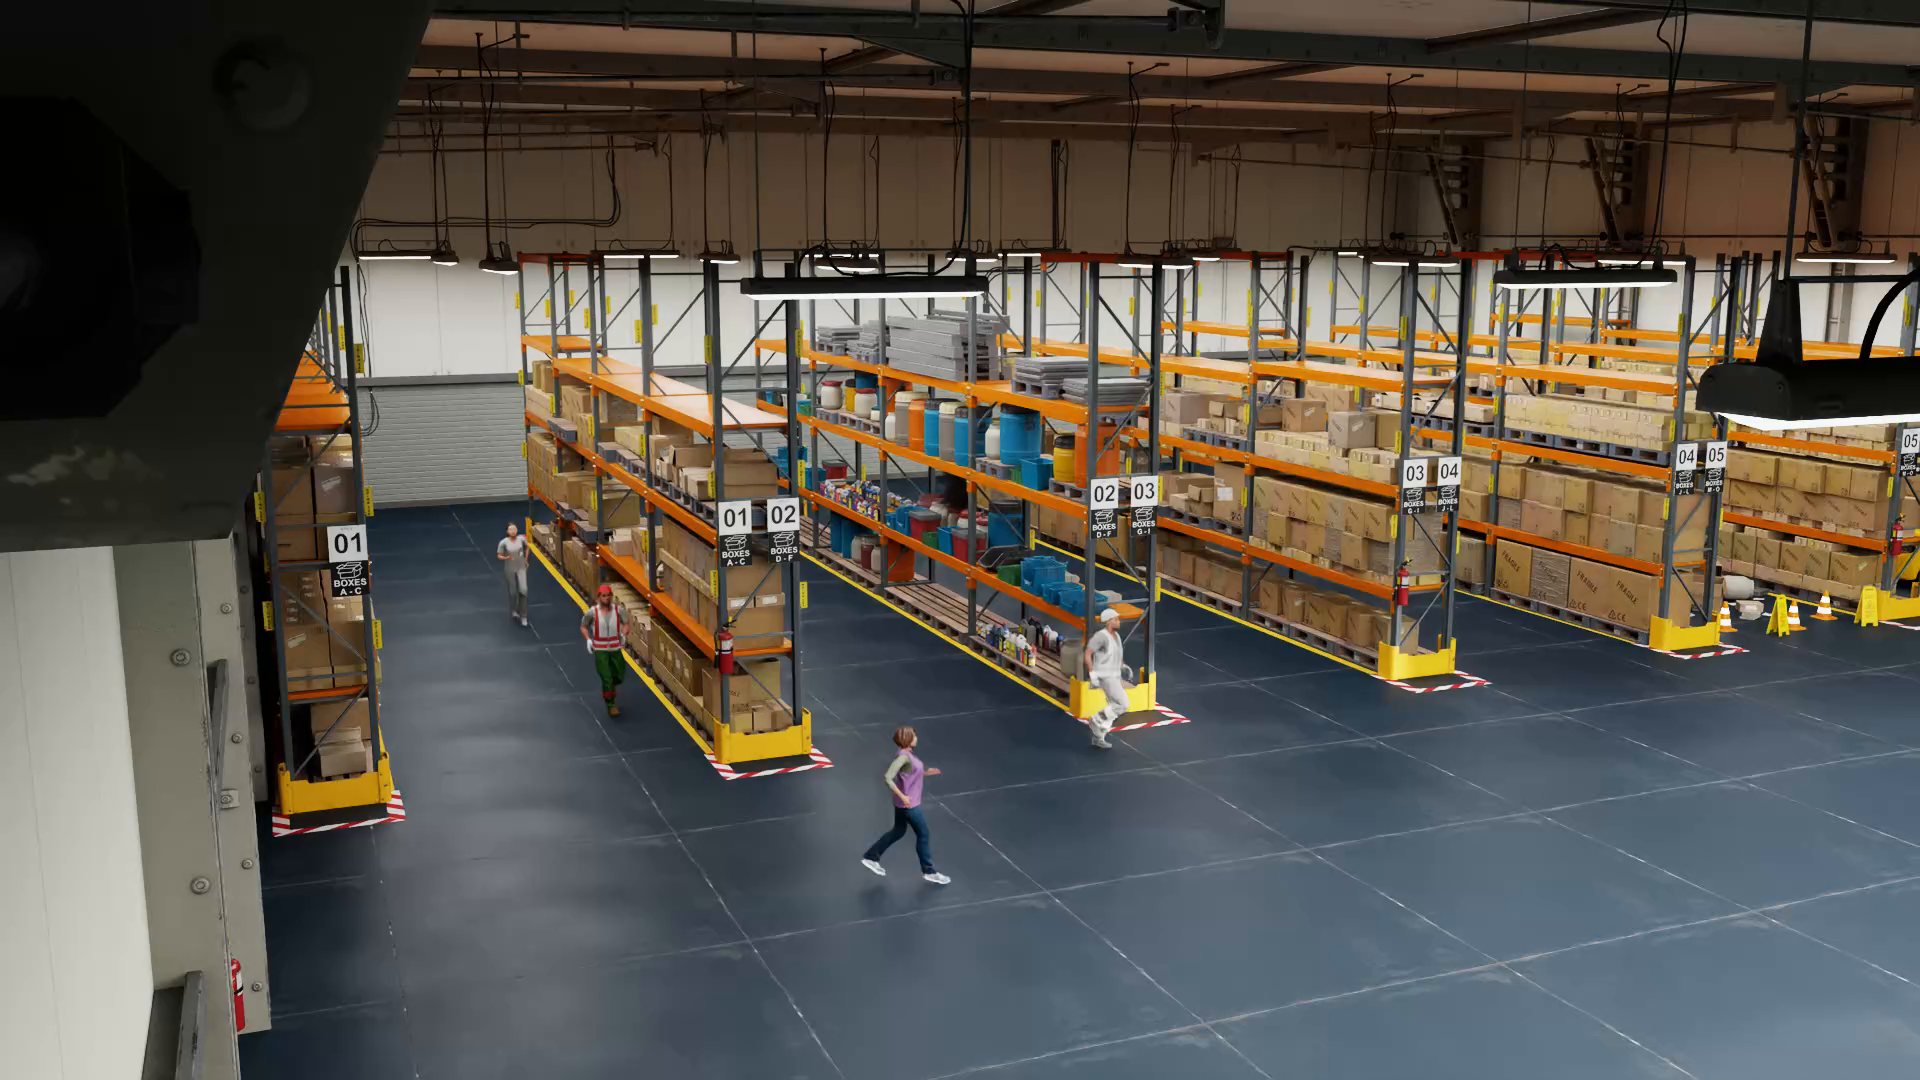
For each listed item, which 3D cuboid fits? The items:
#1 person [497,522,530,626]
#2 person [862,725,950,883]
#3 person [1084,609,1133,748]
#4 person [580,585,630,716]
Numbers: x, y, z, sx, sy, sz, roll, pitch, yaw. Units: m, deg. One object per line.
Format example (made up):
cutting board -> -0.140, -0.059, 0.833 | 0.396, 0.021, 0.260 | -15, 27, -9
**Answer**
person -> -7.343, 0.549, 27.435 | 0.546, 1.725, 0.759 | -4, 11, -20
person -> -0.534, 2.593, 16.304 | 0.873, 1.599, 0.531 | -1, 10, -6
person -> 1.916, 1.726, 20.849 | 0.548, 1.714, 0.711 | 5, 12, 27
person -> -4.727, 1.451, 22.257 | 0.651, 1.747, 0.692 | -4, 11, -22
